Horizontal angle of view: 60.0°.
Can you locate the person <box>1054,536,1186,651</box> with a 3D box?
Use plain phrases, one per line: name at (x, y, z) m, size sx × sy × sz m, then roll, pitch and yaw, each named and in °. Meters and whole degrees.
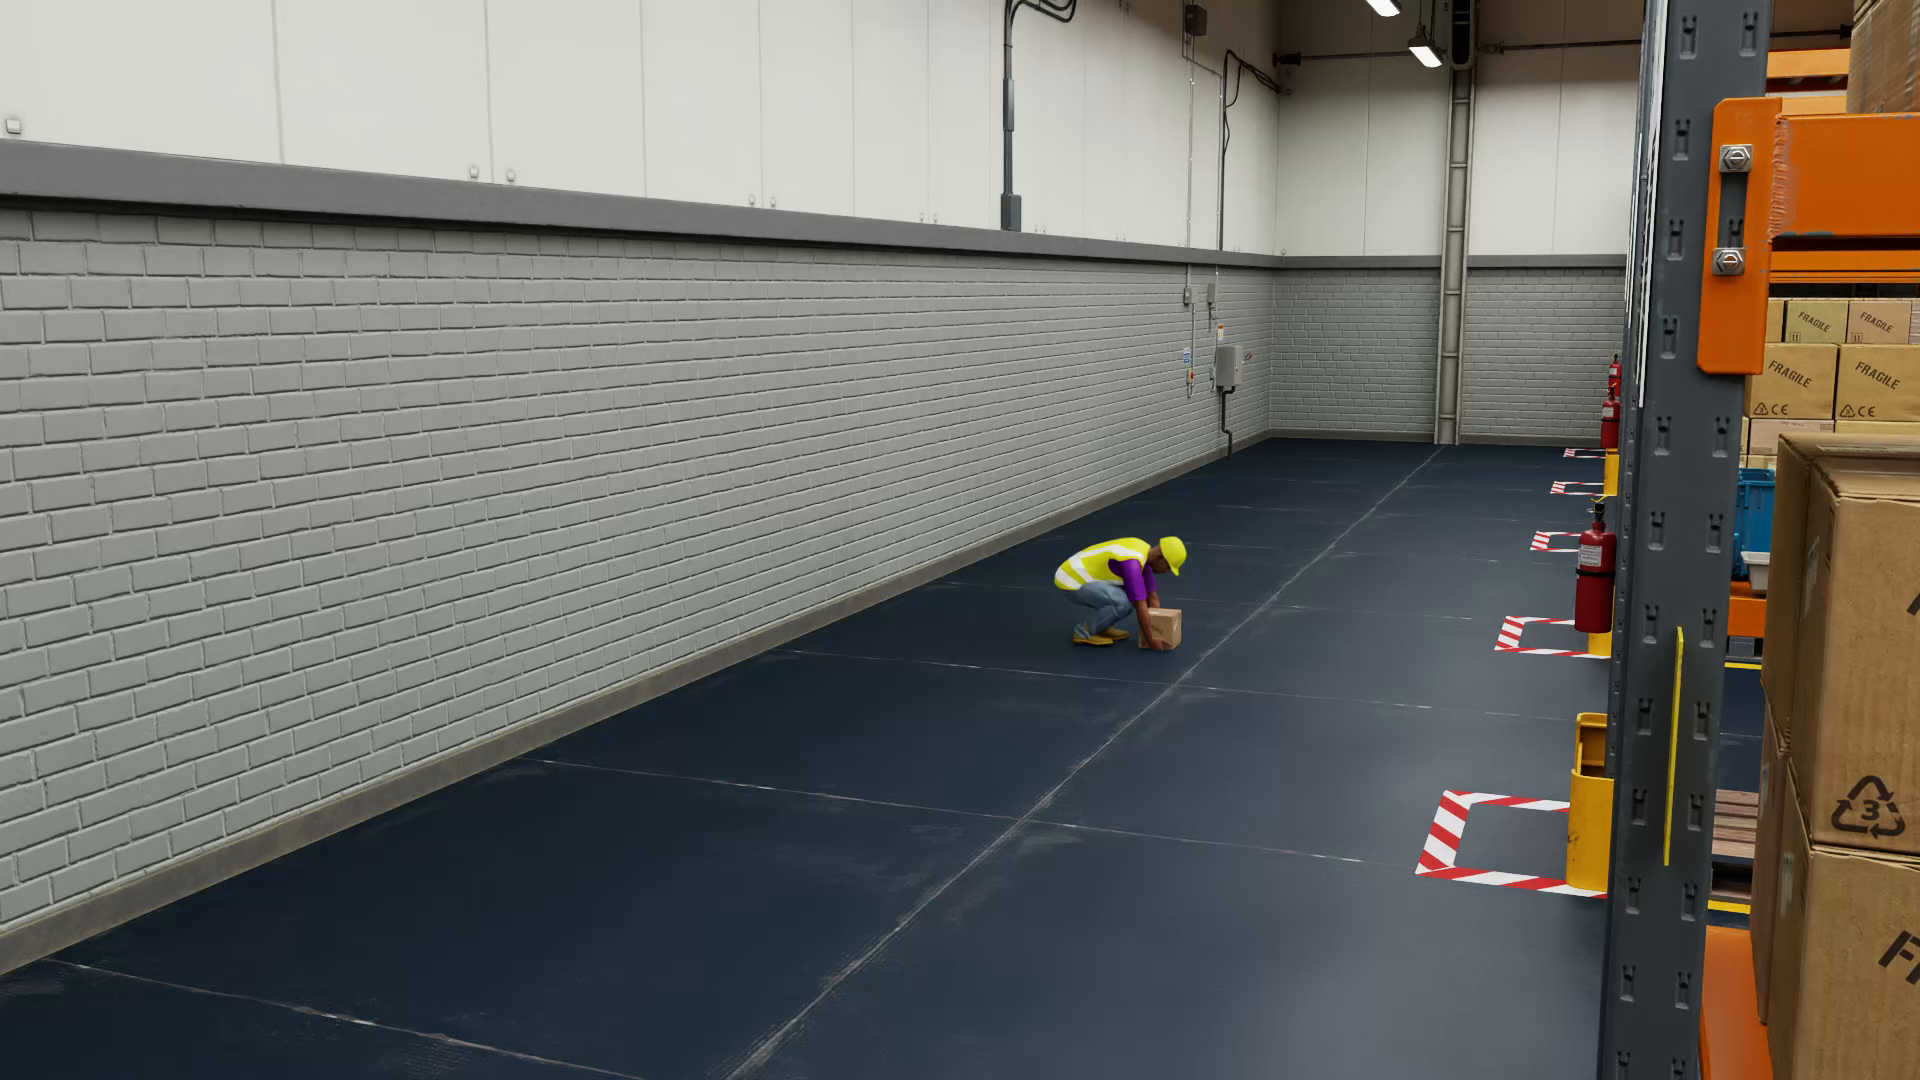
person at (1.176, 0.387, 12.160) m, size 0.943 × 0.863 × 0.537 m, roll 3°, pitch 9°, yaw 20°
